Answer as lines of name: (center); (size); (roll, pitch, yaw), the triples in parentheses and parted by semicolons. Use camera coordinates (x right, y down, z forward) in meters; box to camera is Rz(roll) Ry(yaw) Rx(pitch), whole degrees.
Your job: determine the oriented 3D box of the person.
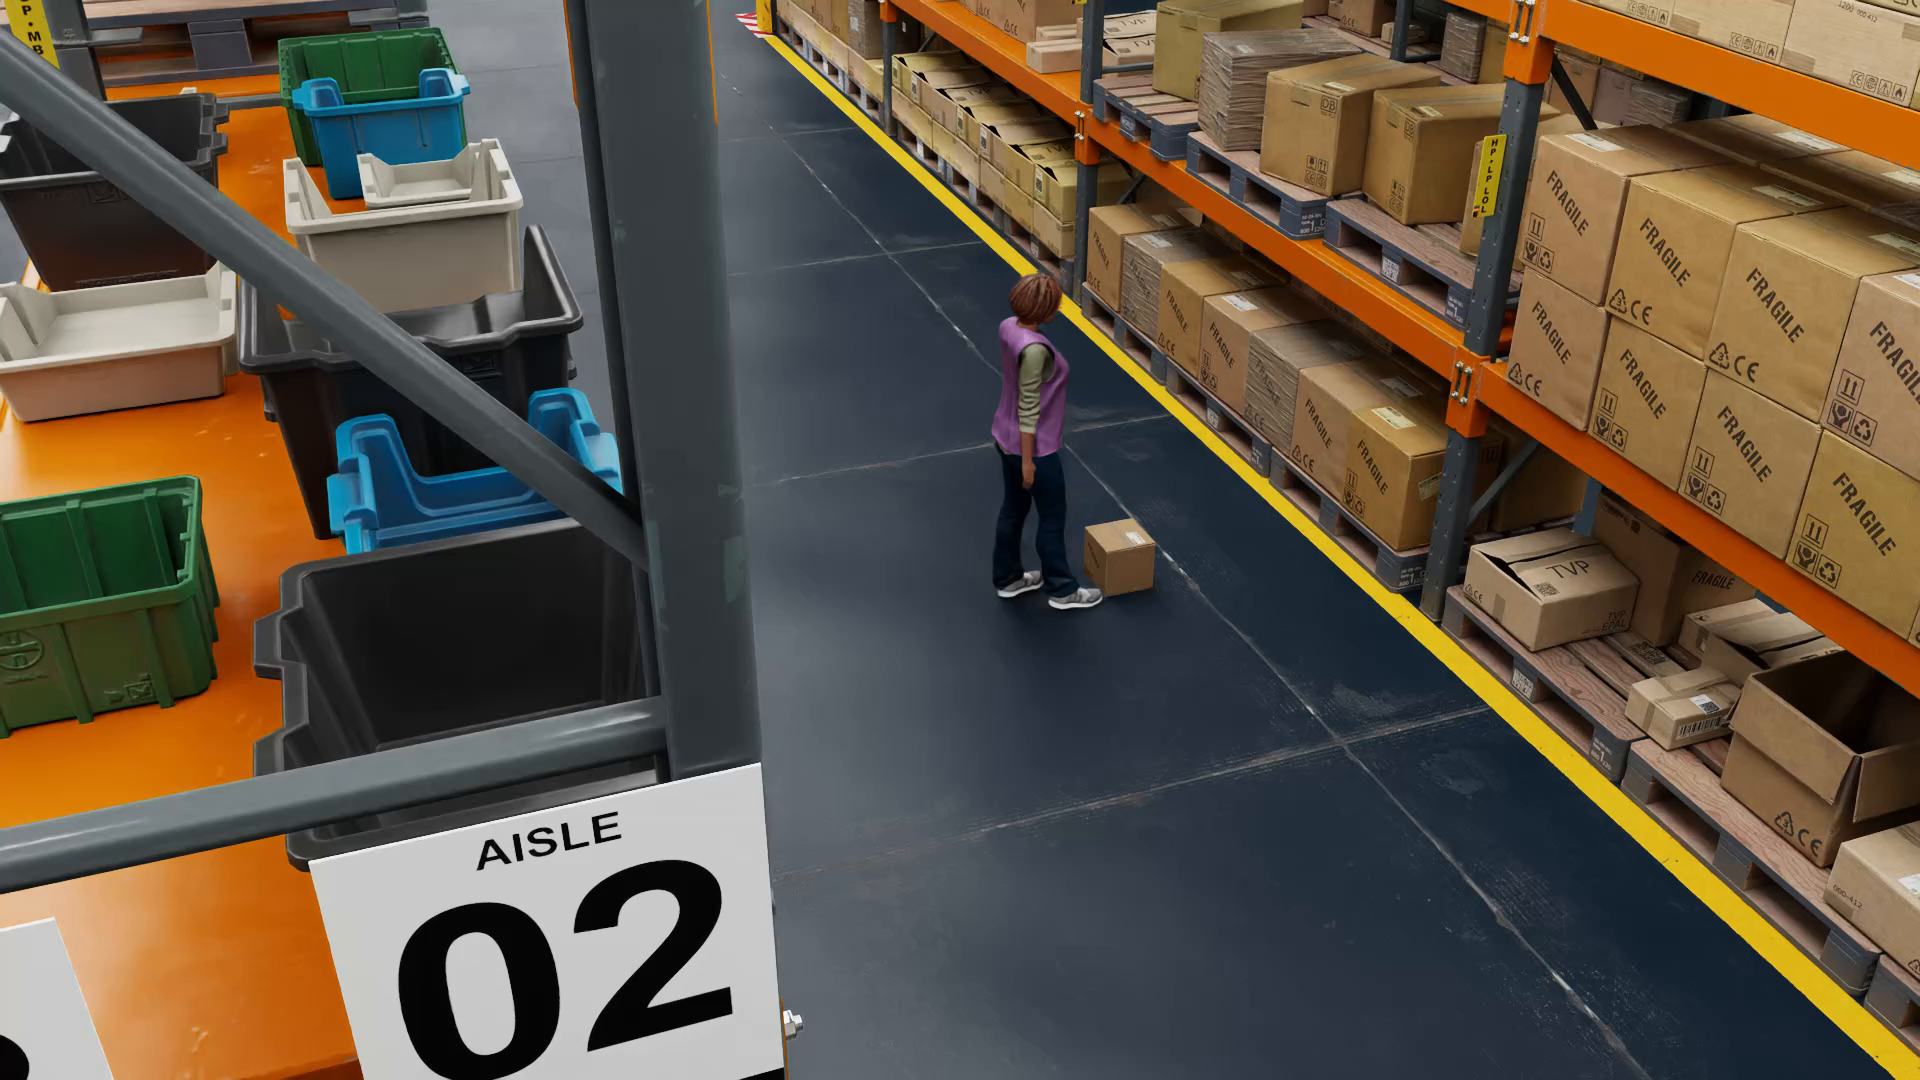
person: (0.380, -0.447, 7.389); (0.485, 1.599, 0.442); (-10, 32, -17)
